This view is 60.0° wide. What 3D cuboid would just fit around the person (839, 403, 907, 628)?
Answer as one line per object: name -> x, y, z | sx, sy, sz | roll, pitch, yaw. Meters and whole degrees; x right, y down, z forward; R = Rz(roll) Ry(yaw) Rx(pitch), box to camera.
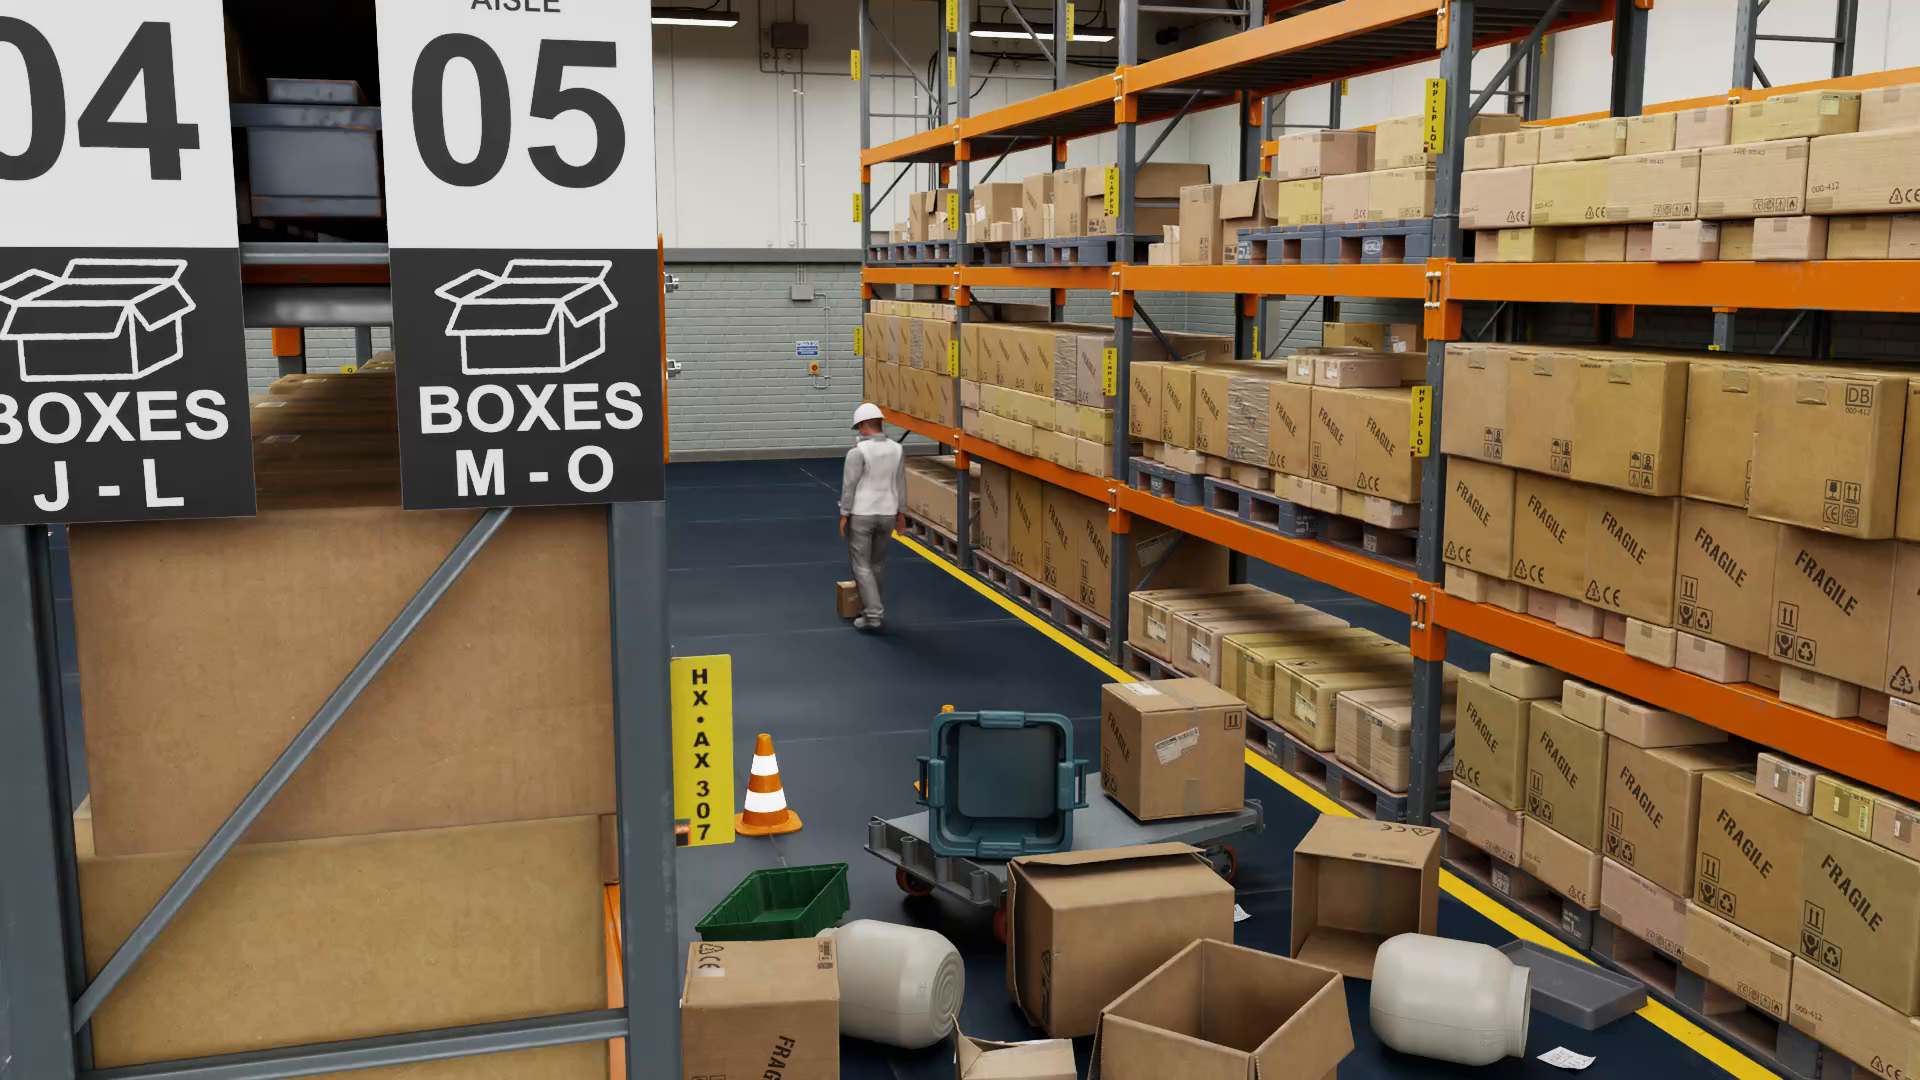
person -> -0.727, -0.199, 13.019 | 0.568, 1.748, 0.753 | -6, 11, -33
